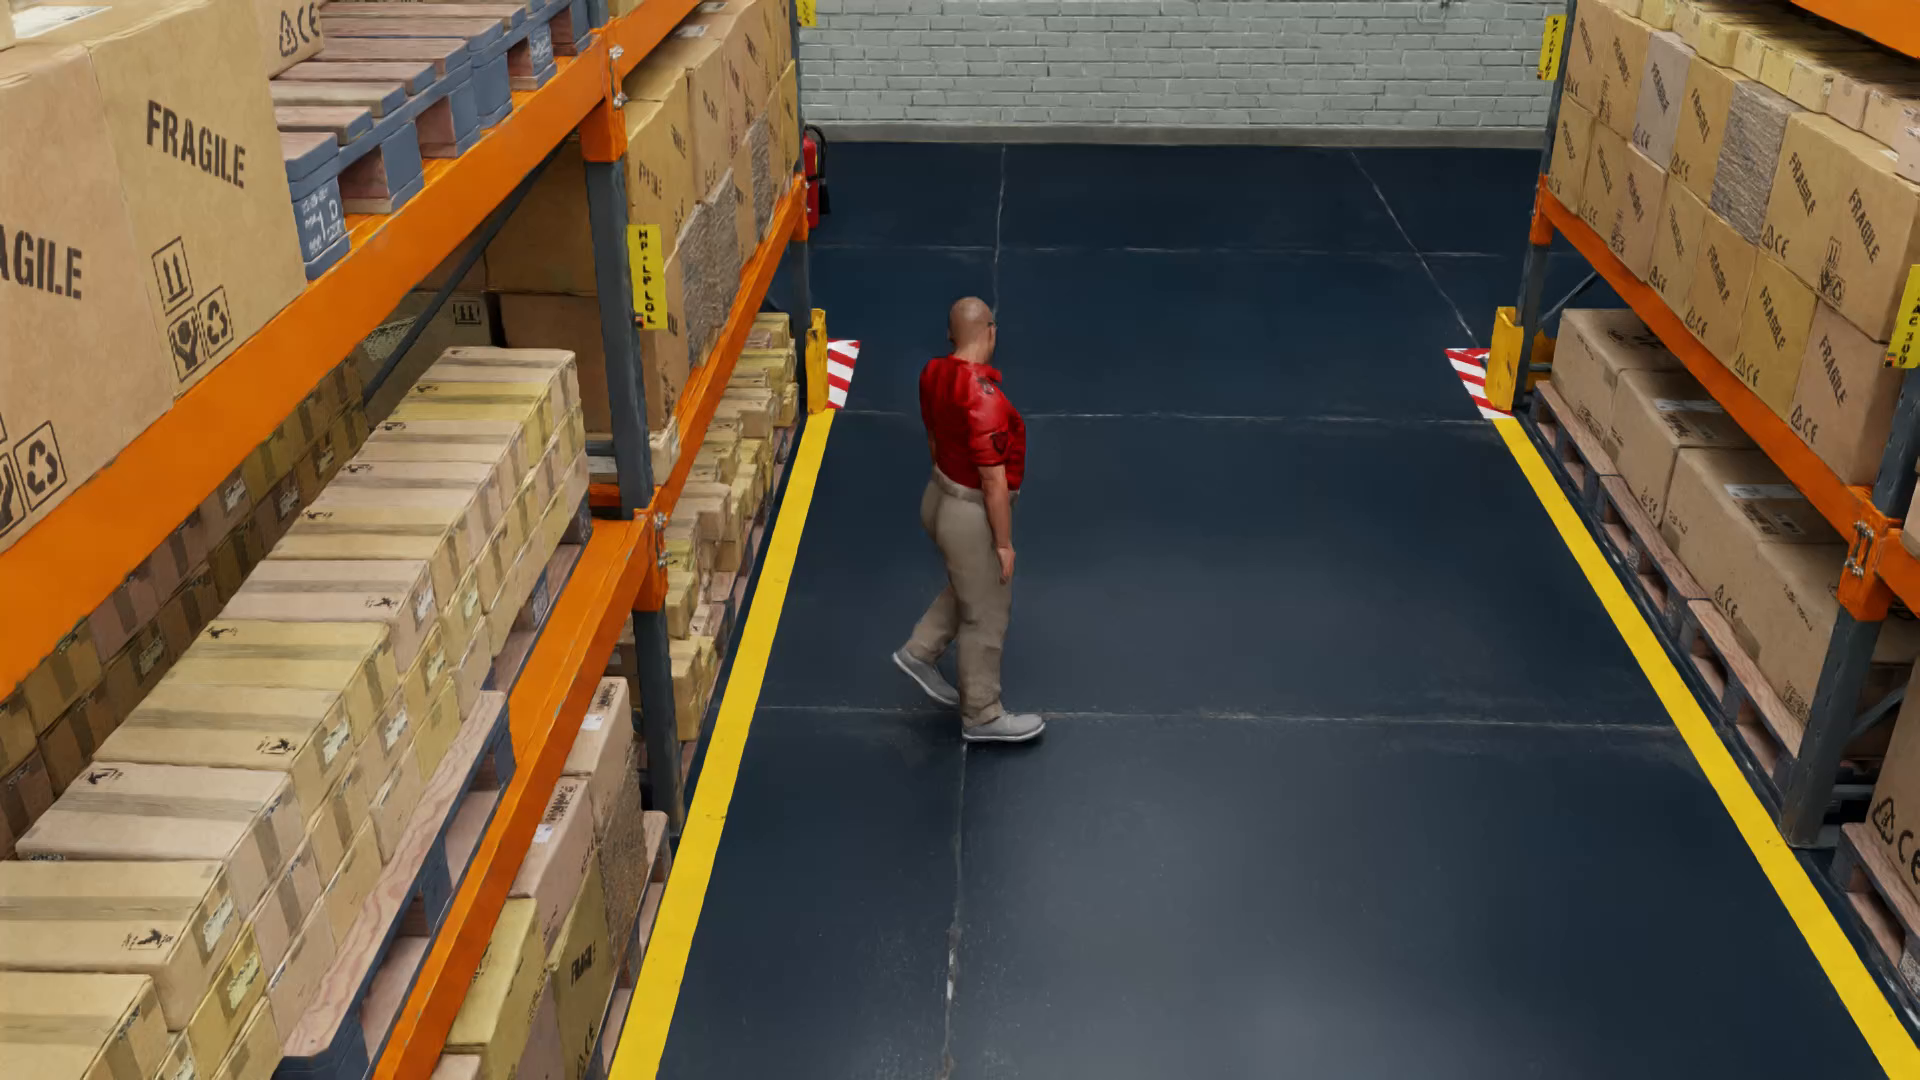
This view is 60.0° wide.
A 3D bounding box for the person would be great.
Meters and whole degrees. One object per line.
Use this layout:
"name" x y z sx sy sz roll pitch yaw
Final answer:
"person" 0.019 -0.078 6.268 0.486 1.707 0.630 -11 30 -20
